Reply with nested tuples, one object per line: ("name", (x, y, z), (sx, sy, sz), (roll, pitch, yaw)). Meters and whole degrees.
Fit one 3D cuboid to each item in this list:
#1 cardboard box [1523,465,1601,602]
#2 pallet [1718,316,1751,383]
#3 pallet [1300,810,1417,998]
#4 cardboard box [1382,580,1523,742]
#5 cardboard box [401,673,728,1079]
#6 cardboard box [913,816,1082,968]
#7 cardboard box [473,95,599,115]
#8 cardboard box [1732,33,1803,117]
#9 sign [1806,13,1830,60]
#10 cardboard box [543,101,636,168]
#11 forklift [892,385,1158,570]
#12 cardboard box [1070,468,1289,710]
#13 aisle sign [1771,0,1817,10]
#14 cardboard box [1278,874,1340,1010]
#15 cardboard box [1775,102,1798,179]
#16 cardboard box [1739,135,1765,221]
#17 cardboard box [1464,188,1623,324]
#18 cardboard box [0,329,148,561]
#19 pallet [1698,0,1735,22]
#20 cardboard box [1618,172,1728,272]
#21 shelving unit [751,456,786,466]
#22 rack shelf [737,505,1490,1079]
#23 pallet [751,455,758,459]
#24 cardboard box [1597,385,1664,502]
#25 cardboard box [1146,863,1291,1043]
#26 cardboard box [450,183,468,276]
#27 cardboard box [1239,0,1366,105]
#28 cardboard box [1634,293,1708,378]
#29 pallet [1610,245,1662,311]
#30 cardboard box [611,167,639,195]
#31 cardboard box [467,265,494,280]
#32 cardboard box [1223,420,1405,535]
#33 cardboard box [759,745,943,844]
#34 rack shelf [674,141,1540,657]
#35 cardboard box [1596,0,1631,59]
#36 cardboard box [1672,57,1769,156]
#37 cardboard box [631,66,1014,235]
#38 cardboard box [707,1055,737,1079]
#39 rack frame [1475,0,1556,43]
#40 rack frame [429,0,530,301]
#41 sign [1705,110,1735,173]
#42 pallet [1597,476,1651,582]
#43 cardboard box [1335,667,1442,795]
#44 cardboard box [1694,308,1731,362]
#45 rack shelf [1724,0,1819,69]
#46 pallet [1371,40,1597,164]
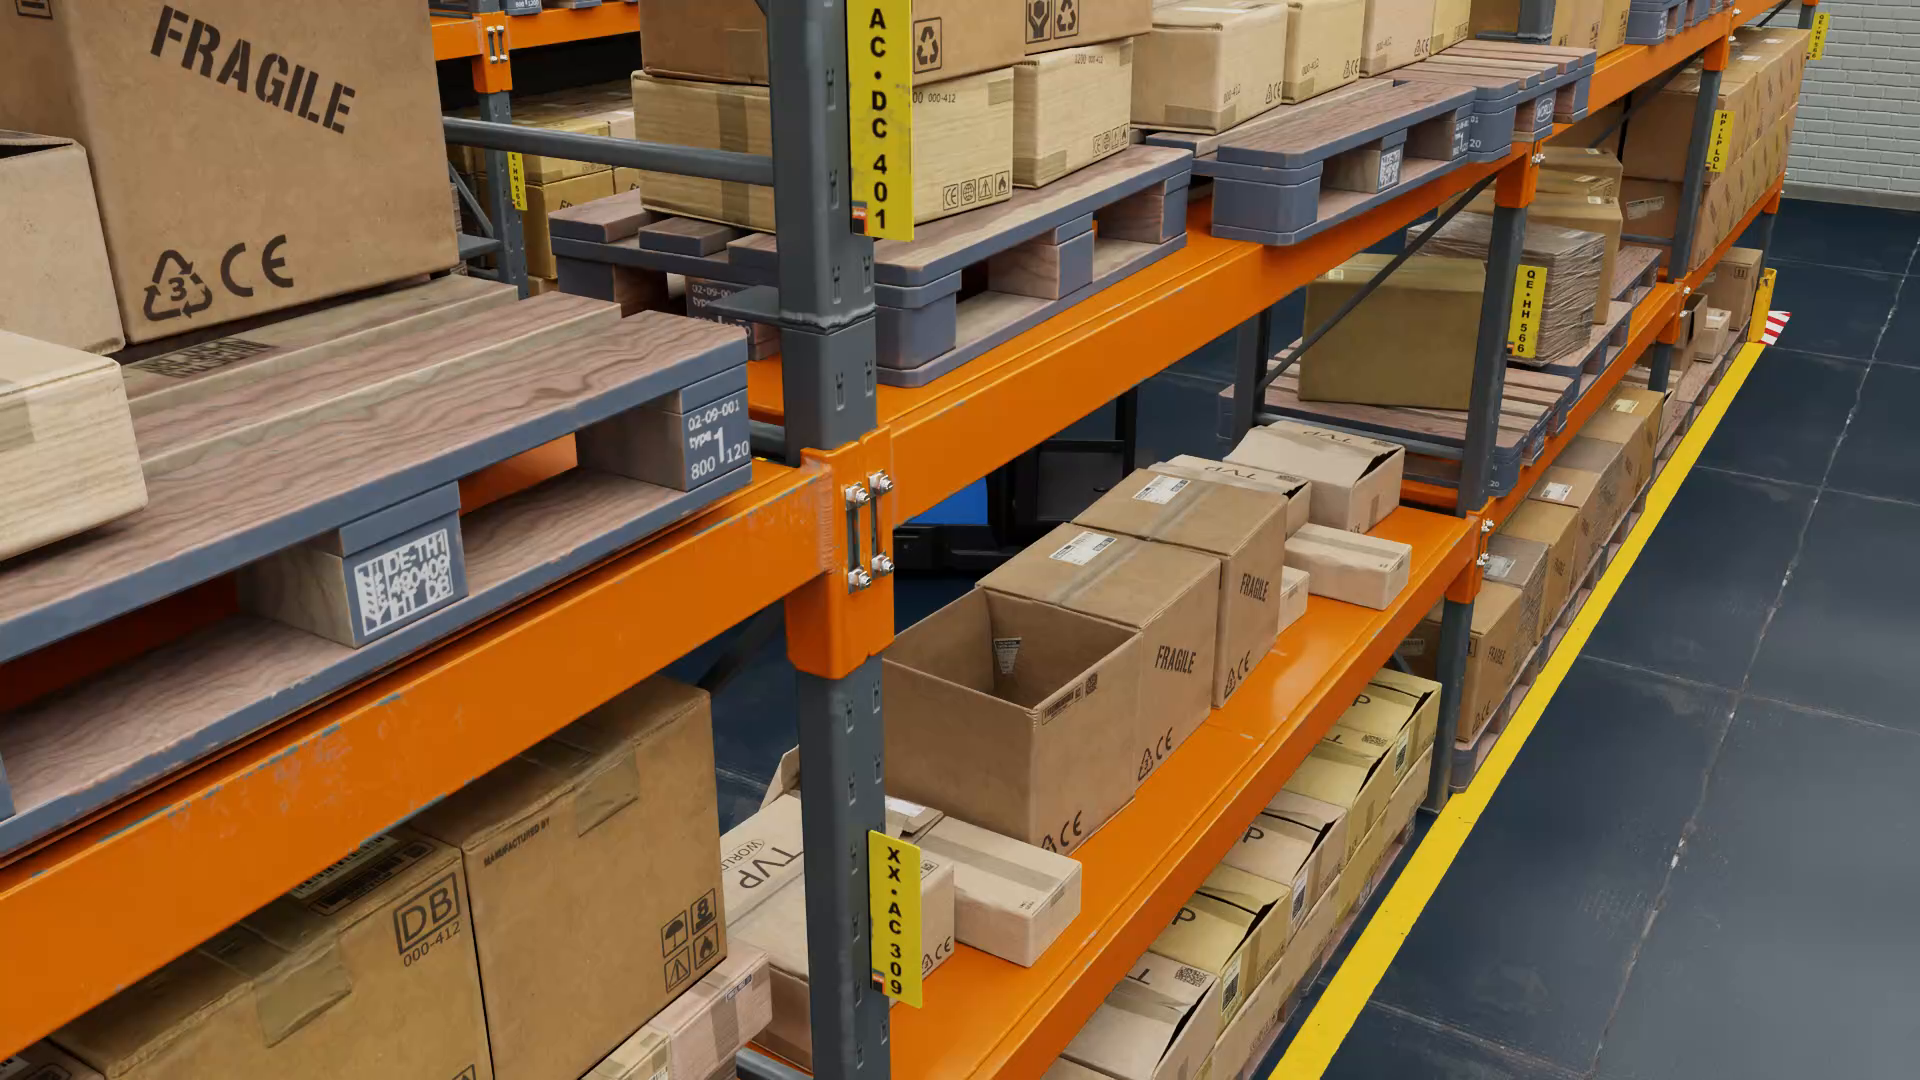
("cardboard box", (2.823, -0.063, 8.211), (0.500, 0.500, 0.500), (13, 27, 27))
("pallet", (5.290, -1.516, 12.487), (1.003, 0.211, 1.213), (14, 27, 29))
("pallet", (1.062, 1.159, 6.308), (1.003, 0.211, 1.213), (14, 27, 29))
("cardboard box", (2.012, 0.461, 7.002), (0.500, 0.500, 0.500), (15, 28, 31))
("cardboard box", (-0.809, 0.469, 2.632), (0.700, 0.500, 0.500), (14, 27, 29))
("cardboard box", (0.061, 0.818, 3.900), (0.380, 0.149, 0.250), (14, 27, 29))
("cardboard box", (-2.386, -2.345, 9.421), (0.500, 0.250, 0.500), (13, 27, 27))
("cardboard box", (5.482, -3.217, 11.521), (0.500, 0.500, 0.500), (15, 27, 30))
("sign", (6.210, -3.644, 12.037), (0.100, 0.325, 0.005), (14, 27, 29))
("cardboard box", (-1.940, -2.244, 9.188), (0.500, 0.250, 0.500), (13, 27, 28))
("forklift", (0.623, -1.332, 8.637), (3.031, 2.935, 1.130), (1, 23, 3))
("cardboard box", (0.658, 0.133, 5.041), (0.500, 0.500, 0.500), (12, 26, 26))
("aisle sign", (6.046, -4.243, 12.002), (0.394, 0.787, 0.004), (14, 27, 29))
("cardboard box", (0.922, 1.251, 5.517), (0.500, 0.250, 0.500), (15, 27, 30))
("cardboard box", (5.744, -2.928, 12.113), (0.500, 0.500, 0.500), (15, 27, 31))
("cardboard box", (4.940, -2.415, 10.928), (0.500, 0.500, 0.500), (13, 27, 28))
("cardboard box", (2.760, -1.370, 7.985), (0.700, 0.500, 0.500), (7, 24, 16))
("cardboard box", (-0.985, -0.094, 1.528), (0.380, 0.149, 0.250), (14, 27, 29))
("pallet", (3.236, -2.826, 8.462), (1.213, 0.211, 1.003), (14, 27, 29))
("cardboard box", (4.140, -1.902, 9.741), (0.500, 0.500, 0.500), (15, 27, 30))
("shelving unit", (-1.039, -0.658, 8.126), (0.431, 2.100, 0.503), (-5, 24, -11))
("rack shelf", (0.475, 0.614, 4.960), (1.077, 0.370, 4.000), (14, 27, 29))
("pallet", (-1.557, -0.808, 10.851), (1.003, 0.211, 1.213), (14, 27, 29))
("cardboard box", (3.623, -0.569, 9.381), (0.500, 0.500, 0.500), (14, 27, 29))
("cardboard box", (0.659, 1.165, 5.010), (0.500, 0.311, 0.500), (15, 27, 30))
("cardboard box", (-2.920, -1.515, 8.293), (0.700, 0.500, 0.500), (11, 26, 23))
("cardboard box", (0.765, -1.355, 4.488), (0.500, 0.250, 0.500), (13, 27, 28))
("cardboard box", (4.626, -1.432, 11.371), (0.797, 0.503, 0.637), (14, 27, 29))
("pallet", (3.125, -1.406, 8.963), (1.003, 0.211, 1.213), (14, 27, 29))
("cardboard box", (-1.923, -1.904, 9.347), (0.500, 0.500, 0.500), (15, 28, 31))
("cardboard box", (-2.727, -1.485, 9.196), (0.380, 0.149, 0.250), (14, 27, 30))
("cardboard box", (1.300, -0.236, 6.132), (0.500, 0.311, 0.500), (16, 28, 32))
("cardboard box", (-0.273, 0.686, 4.059), (0.396, 0.266, 0.258), (13, 27, 28))
("rack shelf", (0.474, -0.762, 4.364), (1.077, 0.370, 4.000), (14, 27, 29))
("cardboard box", (2.274, -2.315, 6.920), (0.910, 0.500, 0.500), (14, 27, 29))
("cardboard box", (4.670, -2.693, 10.311), (0.500, 0.500, 0.500), (13, 27, 27))
("cardboard box", (-0.247, -0.747, 3.084), (0.500, 0.250, 0.500), (17, 29, 34))
("cardboard box", (-0.809, 1.065, 2.889), (0.700, 0.500, 0.500), (13, 27, 28))
("rack frame", (1.529, -3.144, 5.185), (1.000, 3.000, 0.127), (14, 27, 29))
("rack frame", (-2.681, -1.428, 8.772), (1.000, 3.000, 0.127), (14, 27, 29))
("sign", (4.113, -2.157, 8.999), (0.100, 0.325, 0.005), (14, 27, 29))
("pallet", (3.242, -0.179, 9.397), (1.003, 0.211, 1.213), (14, 27, 29))
("cardboard box", (1.462, 0.649, 6.201), (0.500, 0.311, 0.500), (15, 27, 30))
("cardboard box", (5.145, -1.481, 11.803), (0.500, 0.250, 0.500), (14, 27, 29))
("rack shelf", (4.694, -3.462, 10.602), (1.077, 0.370, 4.000), (14, 27, 29))
("pallet", (1.247, -1.433, 5.246), (1.213, 0.211, 1.003), (15, 28, 31))
